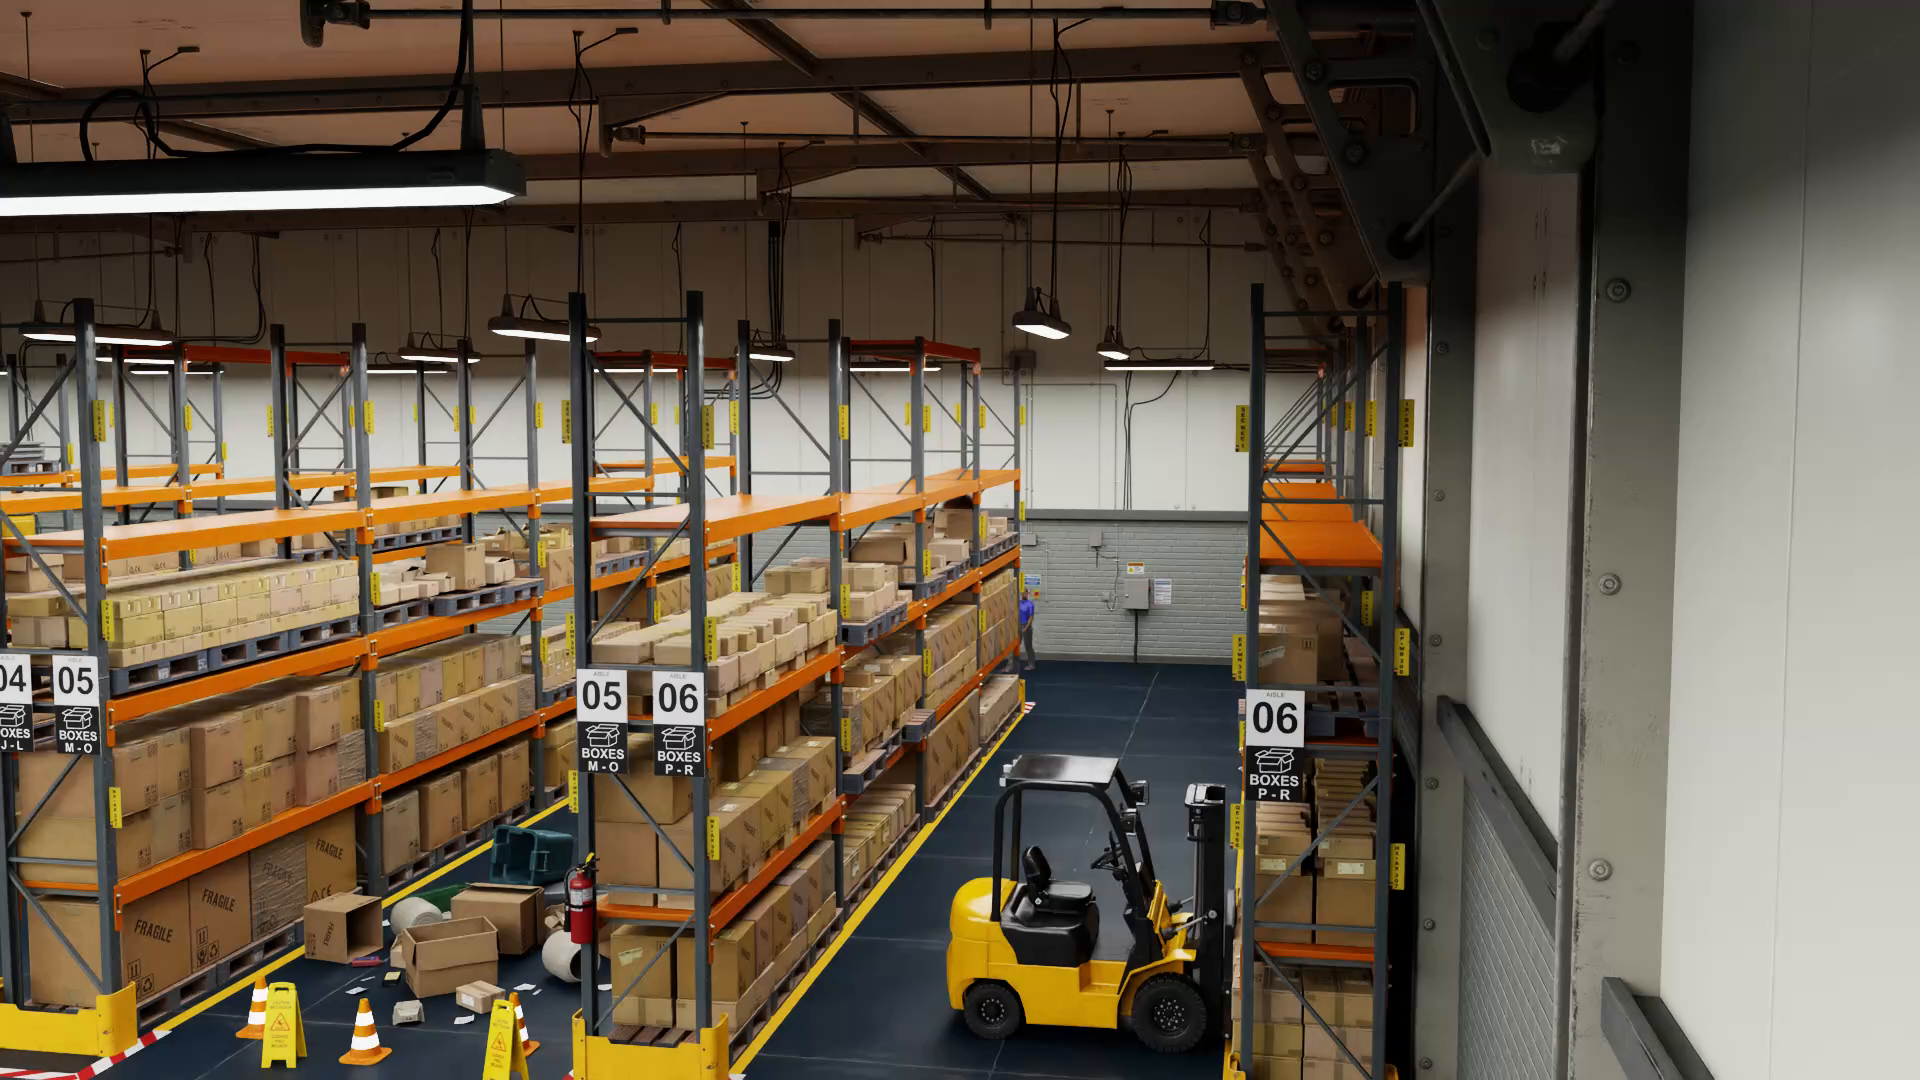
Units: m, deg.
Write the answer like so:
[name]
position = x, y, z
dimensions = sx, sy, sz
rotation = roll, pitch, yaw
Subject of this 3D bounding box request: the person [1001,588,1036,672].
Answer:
[person]
position = 1.173, 1.789, 32.331
dimensions = 0.733, 1.537, 0.525
rotation = -4, 6, -39
